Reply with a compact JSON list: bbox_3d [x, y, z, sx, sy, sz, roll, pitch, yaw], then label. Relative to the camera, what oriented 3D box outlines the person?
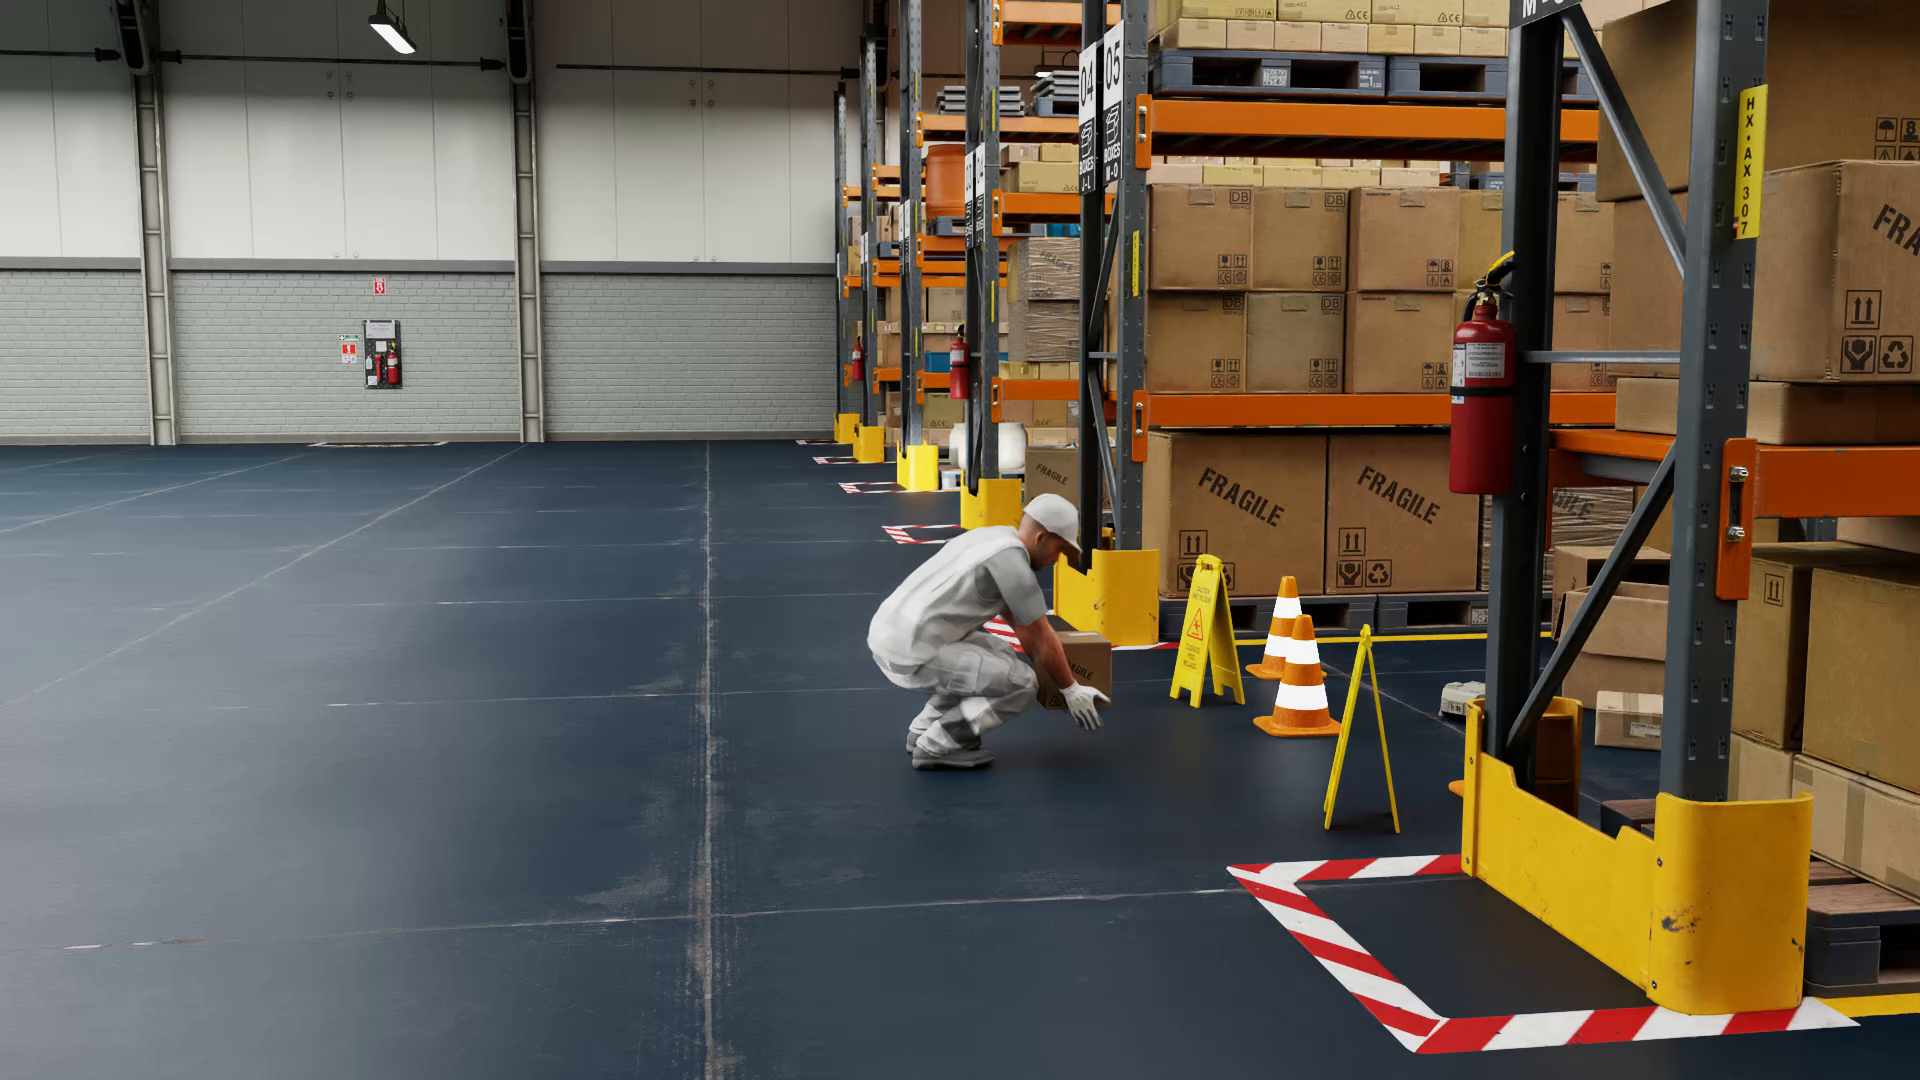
[{"bbox_3d":[0.097,0.331,6.255,0.891,0.996,0.551,-1,6,-10],"label":"person"}]
